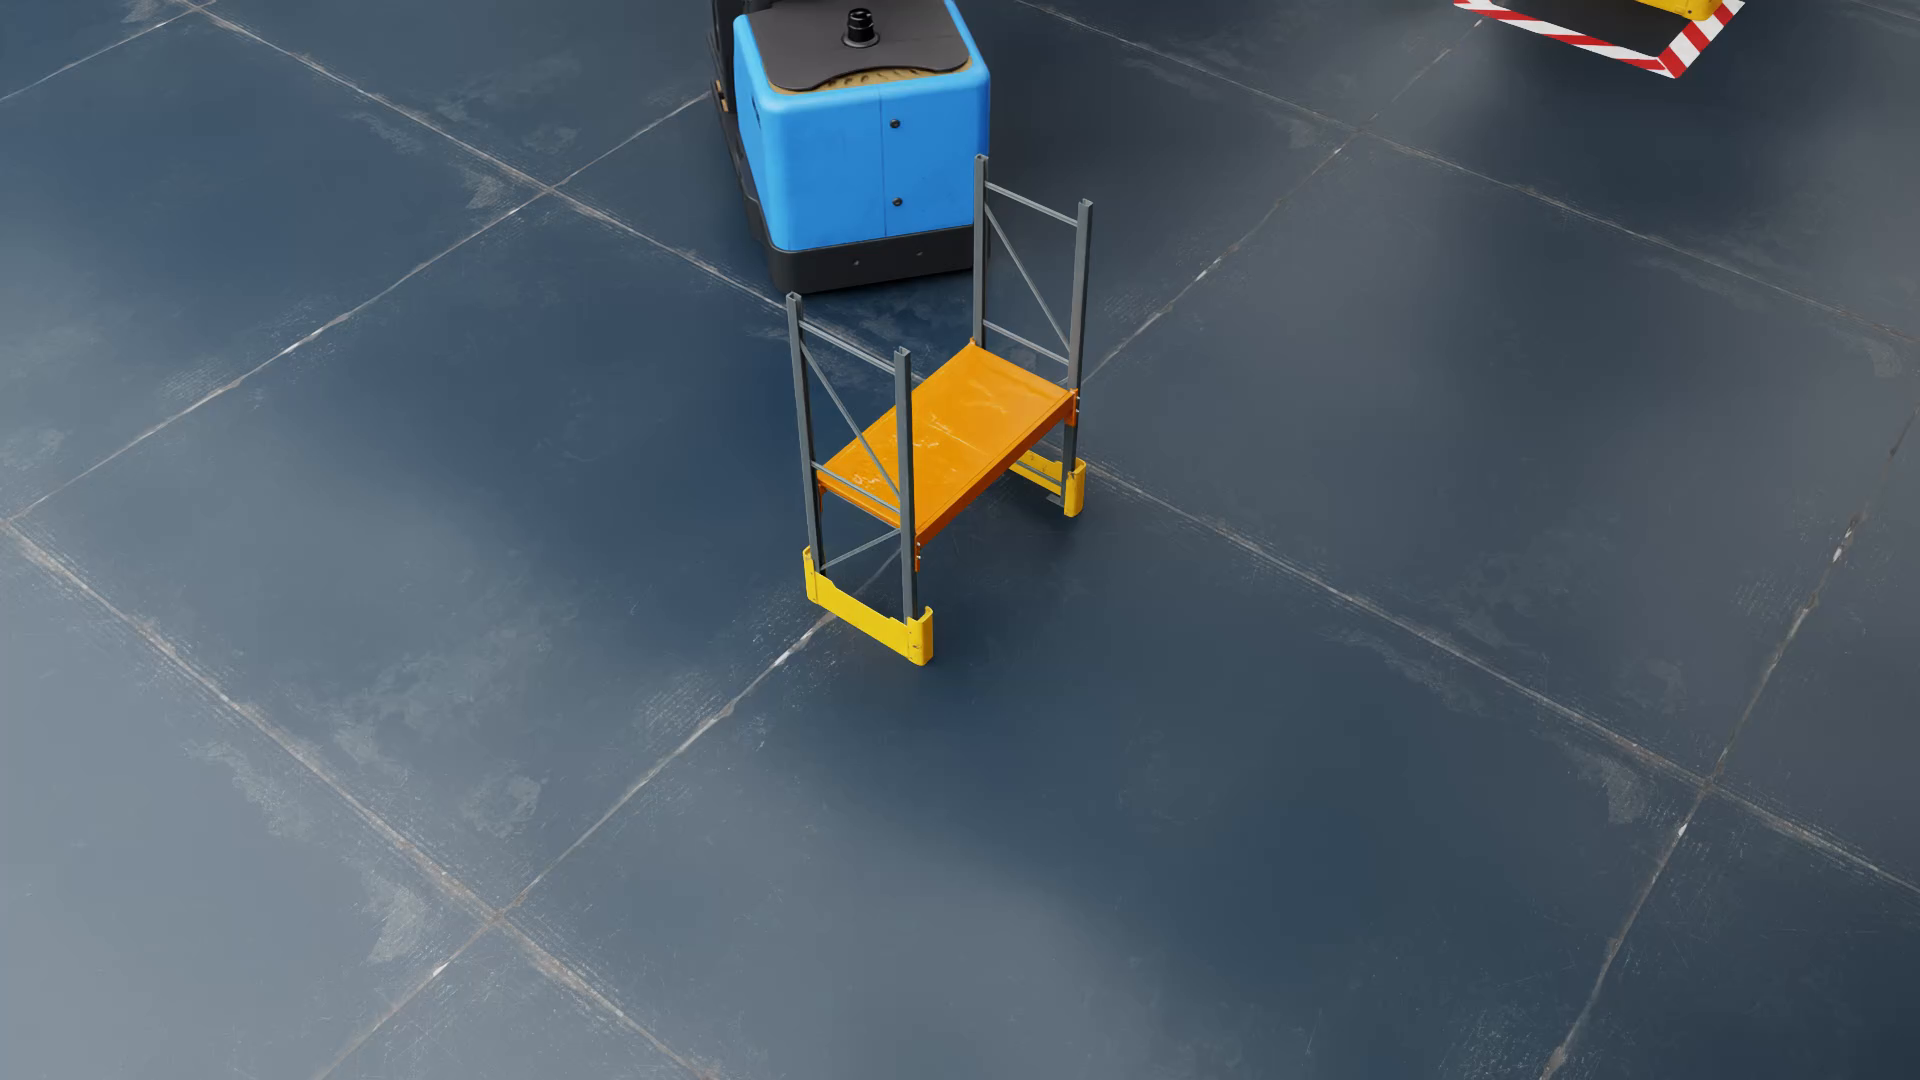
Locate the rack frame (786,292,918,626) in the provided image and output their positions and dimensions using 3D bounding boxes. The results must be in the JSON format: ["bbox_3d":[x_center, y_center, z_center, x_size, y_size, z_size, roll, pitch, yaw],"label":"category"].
[{"bbox_3d":[4.636,-4.949,10.233,0.520,1.800,16.358,29,53,25],"label":"rack frame"}]

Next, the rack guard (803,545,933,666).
[{"bbox_3d":[-0.351,0.242,6.346,0.587,0.250,0.087,29,53,25],"label":"rack guard"}]

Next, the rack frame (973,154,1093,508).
[{"bbox_3d":[0.259,-0.760,6.439,0.500,1.500,0.032,29,53,25],"label":"rack frame"}]

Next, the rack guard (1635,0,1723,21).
[{"bbox_3d":[3.935,-3.511,9.758,1.175,0.500,0.348,29,53,25],"label":"rack guard"}]

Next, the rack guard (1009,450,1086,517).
[{"bbox_3d":[0.258,-0.328,6.890,0.587,0.250,0.087,29,53,25],"label":"rack guard"}]

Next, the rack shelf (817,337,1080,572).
[{"bbox_3d":[-0.052,-0.345,6.291,0.538,0.185,1.000,29,53,25],"label":"rack shelf"}]

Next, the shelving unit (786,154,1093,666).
[{"bbox_3d":[4.625,-4.951,10.235,0.587,1.800,16.366,29,53,25],"label":"shelving unit"}]

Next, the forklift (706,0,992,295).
[{"bbox_3d":[-0.712,-3.241,7.820,1.130,2.935,3.031,-10,47,-10],"label":"forklift"}]
